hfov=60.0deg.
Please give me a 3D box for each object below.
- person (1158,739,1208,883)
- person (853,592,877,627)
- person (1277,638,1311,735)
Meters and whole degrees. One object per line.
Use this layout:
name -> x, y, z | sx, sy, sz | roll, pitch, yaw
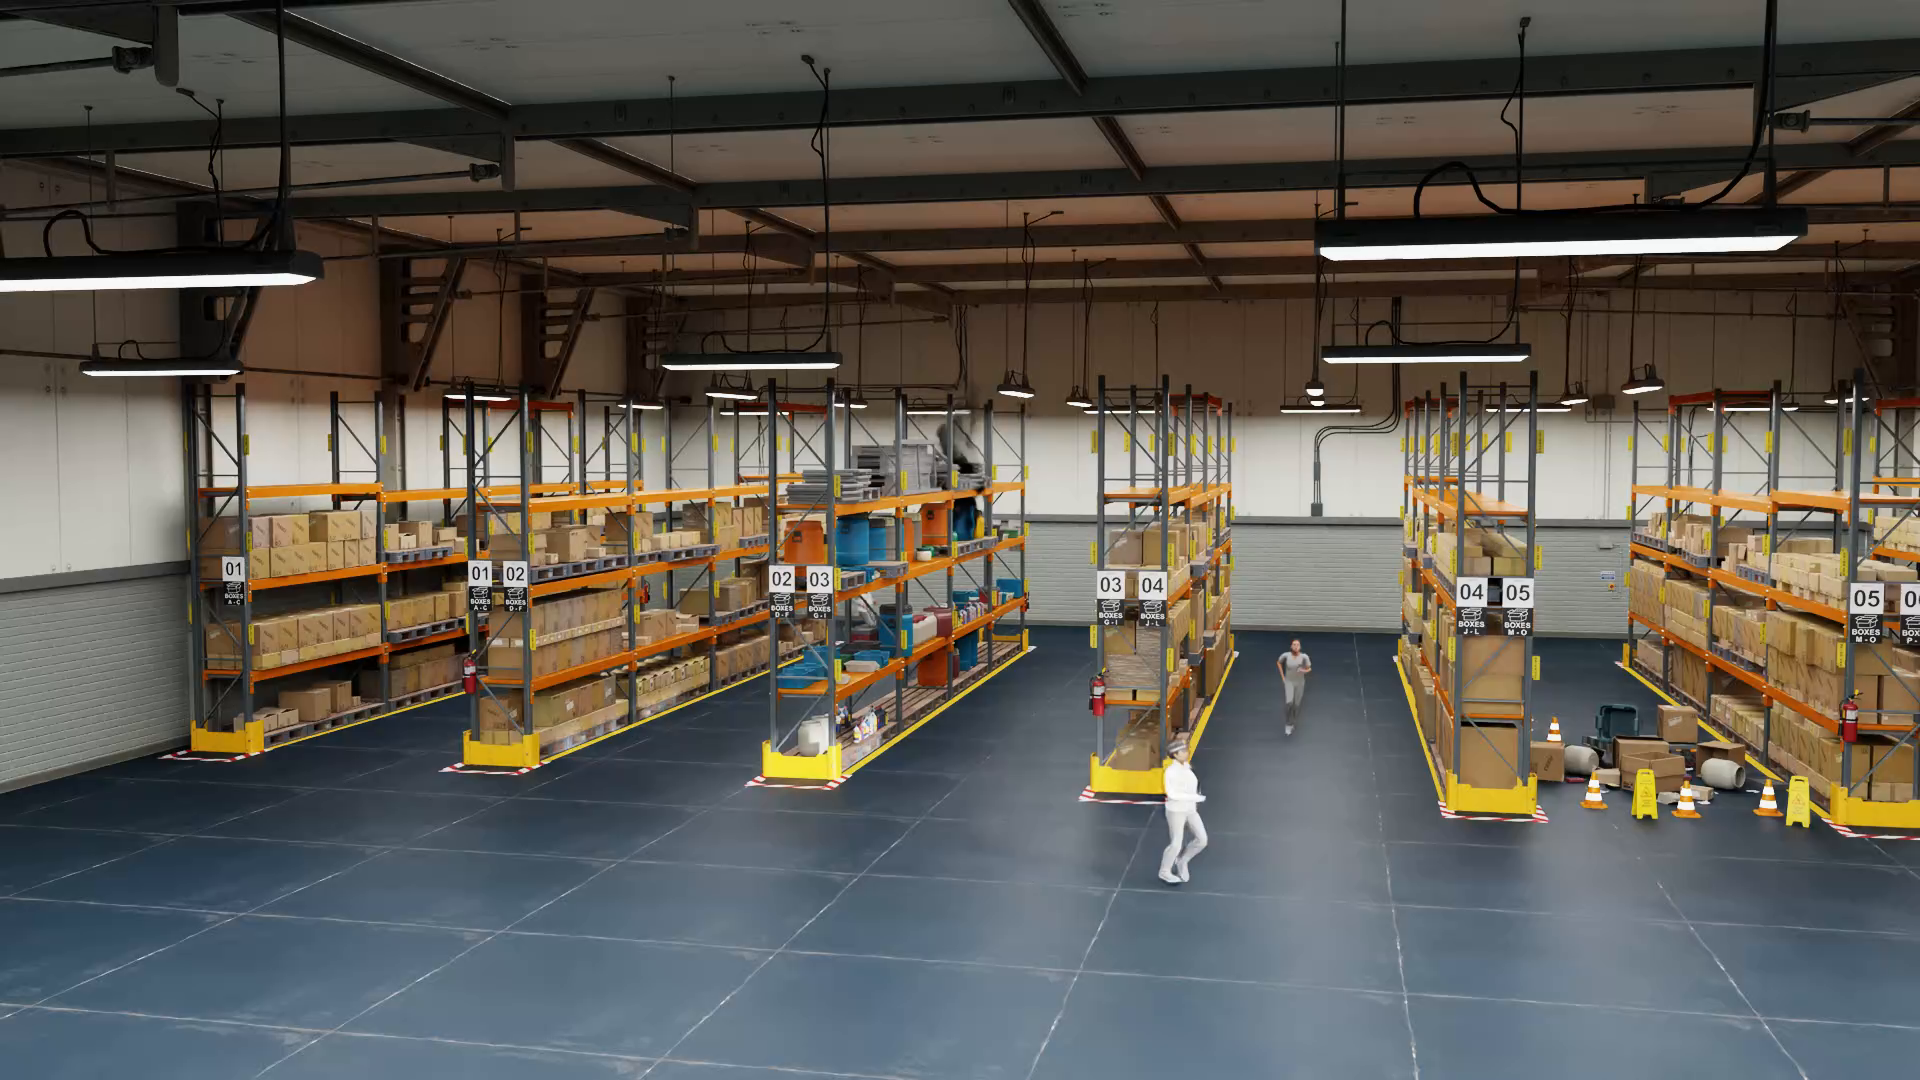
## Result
person -> 2.542, 3.076, 18.859 | 0.632, 1.655, 0.587 | 3, 5, 44
person -> -2.415, 1.745, 42.267 | 0.559, 1.697, 0.666 | 2, 4, 30
person -> 5.795, 2.527, 28.818 | 0.551, 1.671, 0.741 | 0, 3, 4
